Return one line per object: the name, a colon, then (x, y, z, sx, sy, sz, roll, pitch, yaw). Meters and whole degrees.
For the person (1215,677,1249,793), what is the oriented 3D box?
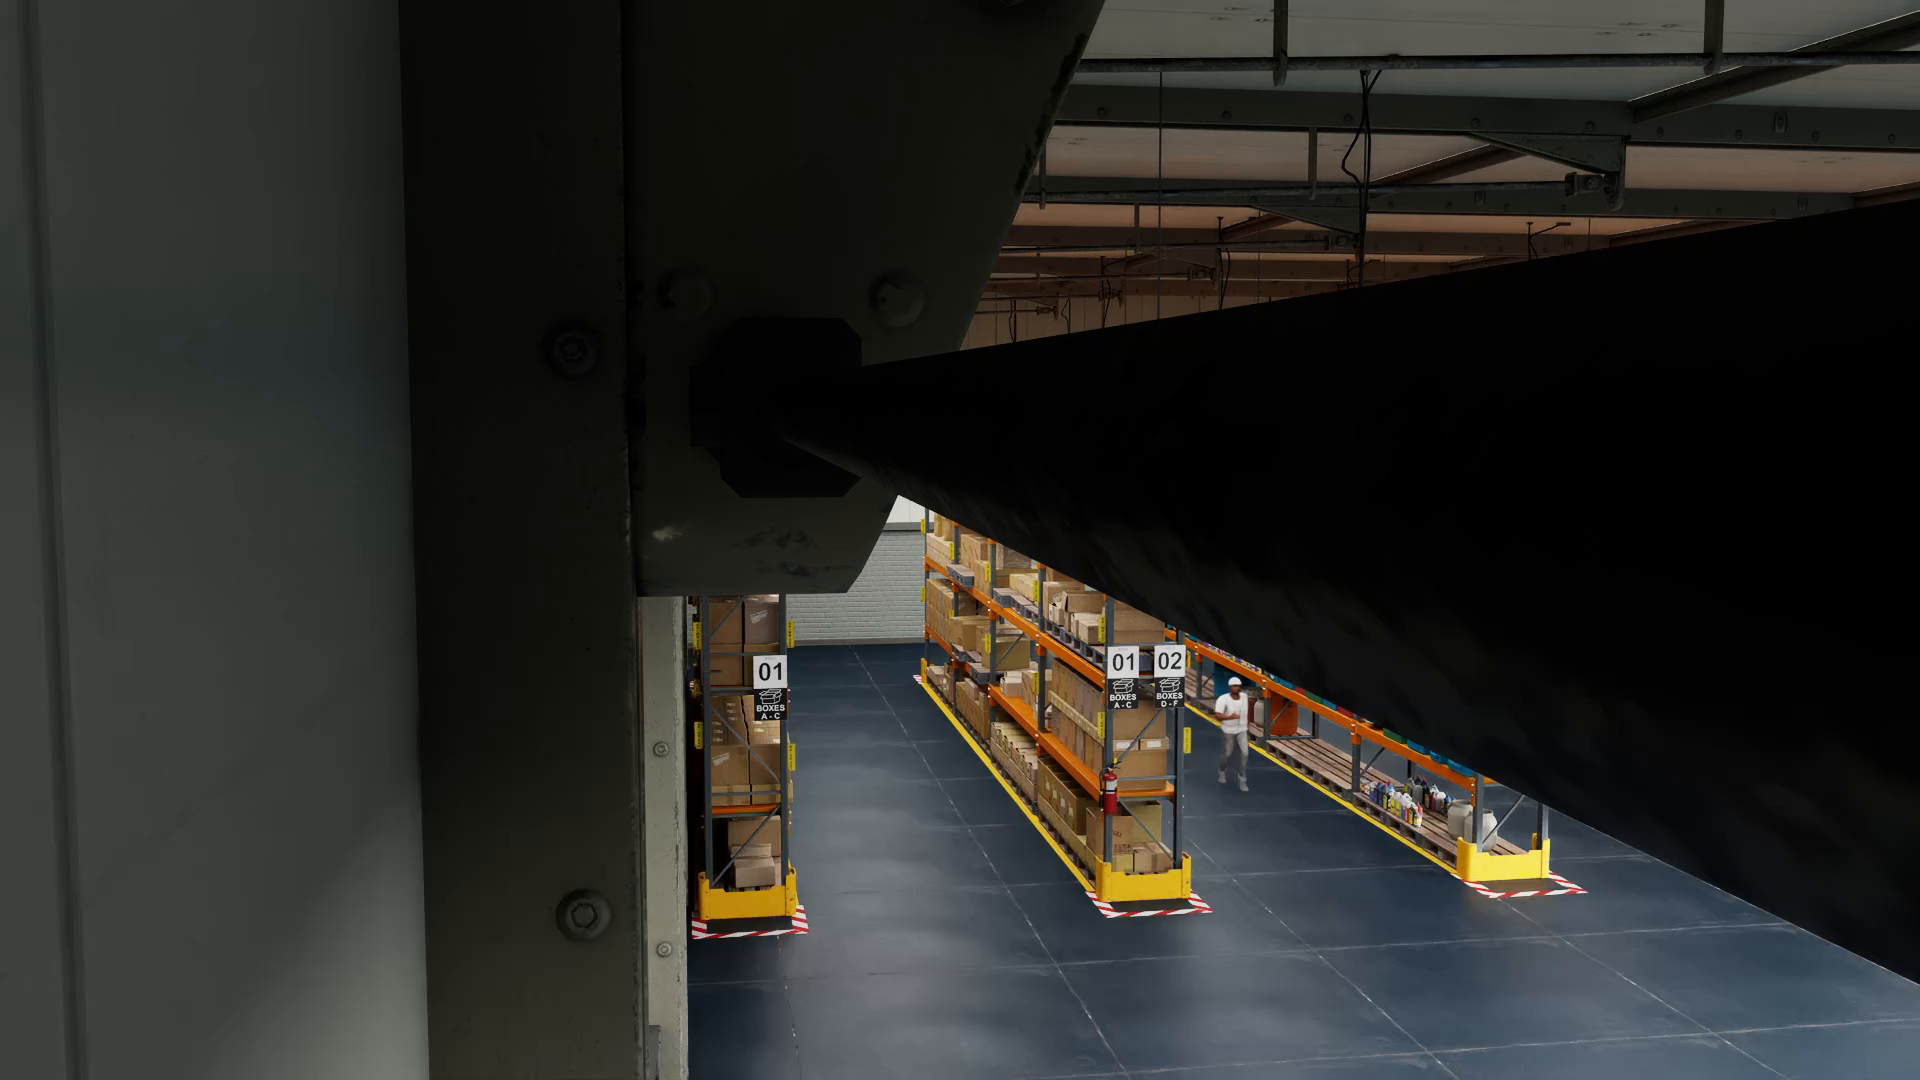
person: (4.372, 3.101, 26.671, 0.681, 1.840, 0.810, -1, 5, -14)
